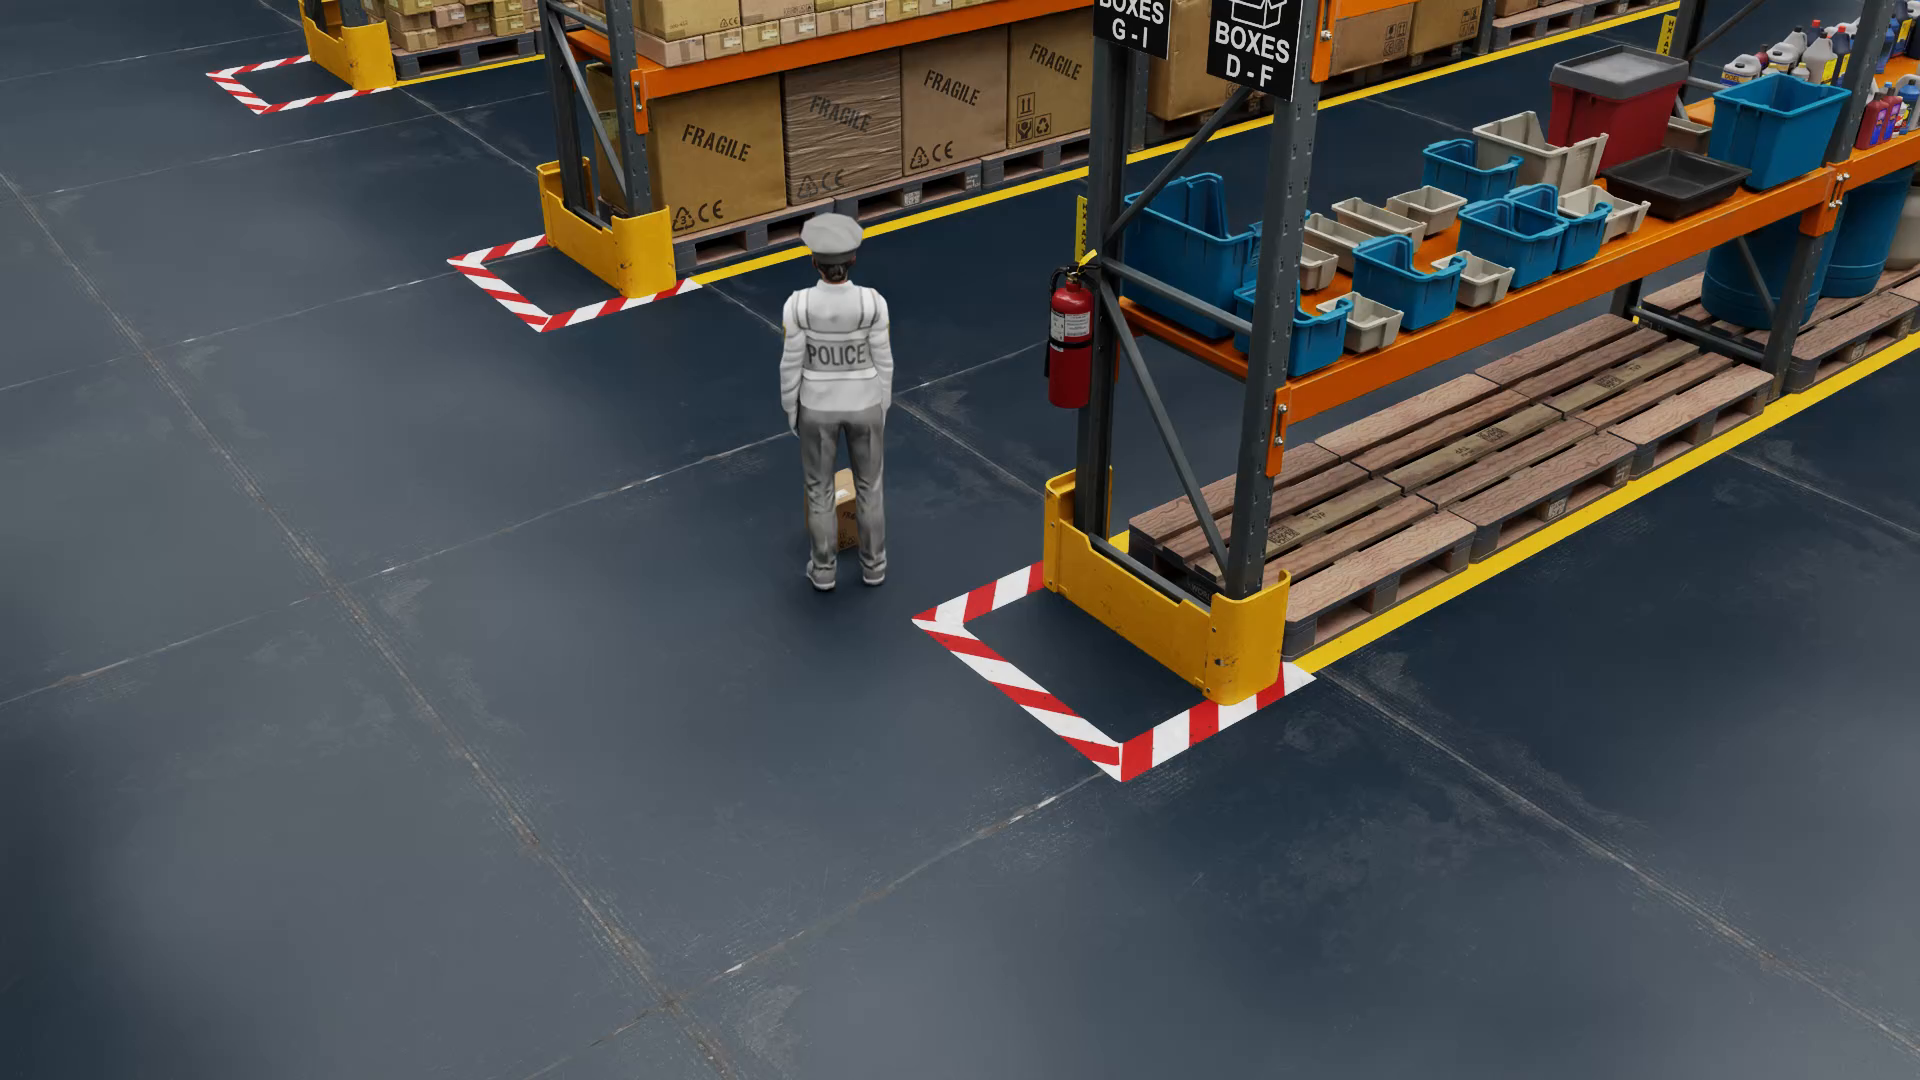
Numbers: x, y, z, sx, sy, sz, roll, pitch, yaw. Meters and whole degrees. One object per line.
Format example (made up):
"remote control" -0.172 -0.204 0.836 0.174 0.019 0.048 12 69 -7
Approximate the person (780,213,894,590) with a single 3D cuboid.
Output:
"person" -0.513 -0.549 7.004 0.471 1.698 0.335 -3 32 -5
